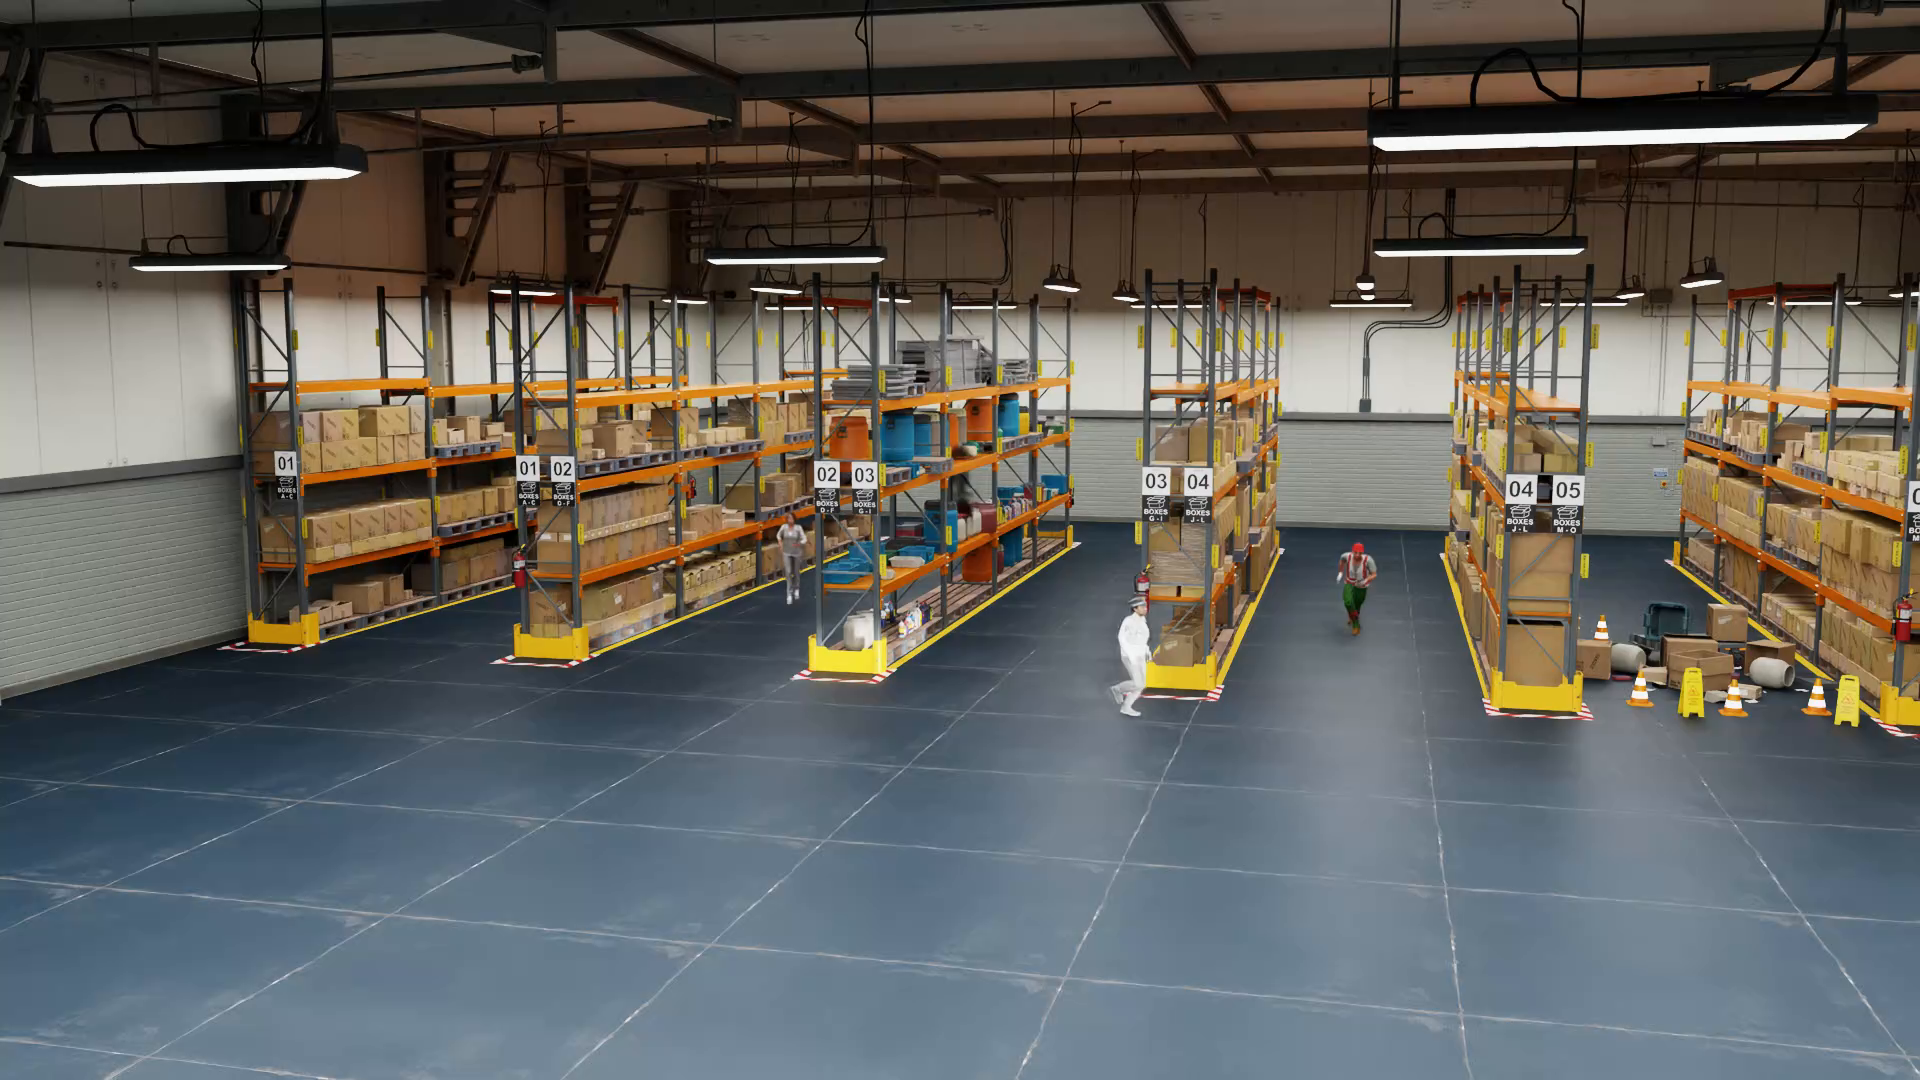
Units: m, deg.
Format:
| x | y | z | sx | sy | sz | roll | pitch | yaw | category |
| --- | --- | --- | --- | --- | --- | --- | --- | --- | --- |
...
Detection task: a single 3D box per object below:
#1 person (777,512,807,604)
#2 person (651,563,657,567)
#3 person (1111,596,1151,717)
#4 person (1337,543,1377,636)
| x | y | z | sx | sy | sz | roll | pitch | yaw | category |
| --- | --- | --- | --- | --- | --- | --- | --- | --- | --- |
| -3.052 | 0.307 | 30.146 | 0.564 | 1.622 | 0.714 | 0 | 7 | 1 | person |
| -6.935 | -0.172 | 36.725 | 0.613 | 1.591 | 0.930 | -1 | 7 | -6 | person |
| 2.271 | 1.537 | 22.289 | 0.522 | 1.631 | 0.617 | 6 | 9 | 40 | person |
| 6.828 | 0.792 | 28.610 | 0.678 | 1.598 | 1.137 | 2 | 7 | 15 | person |
